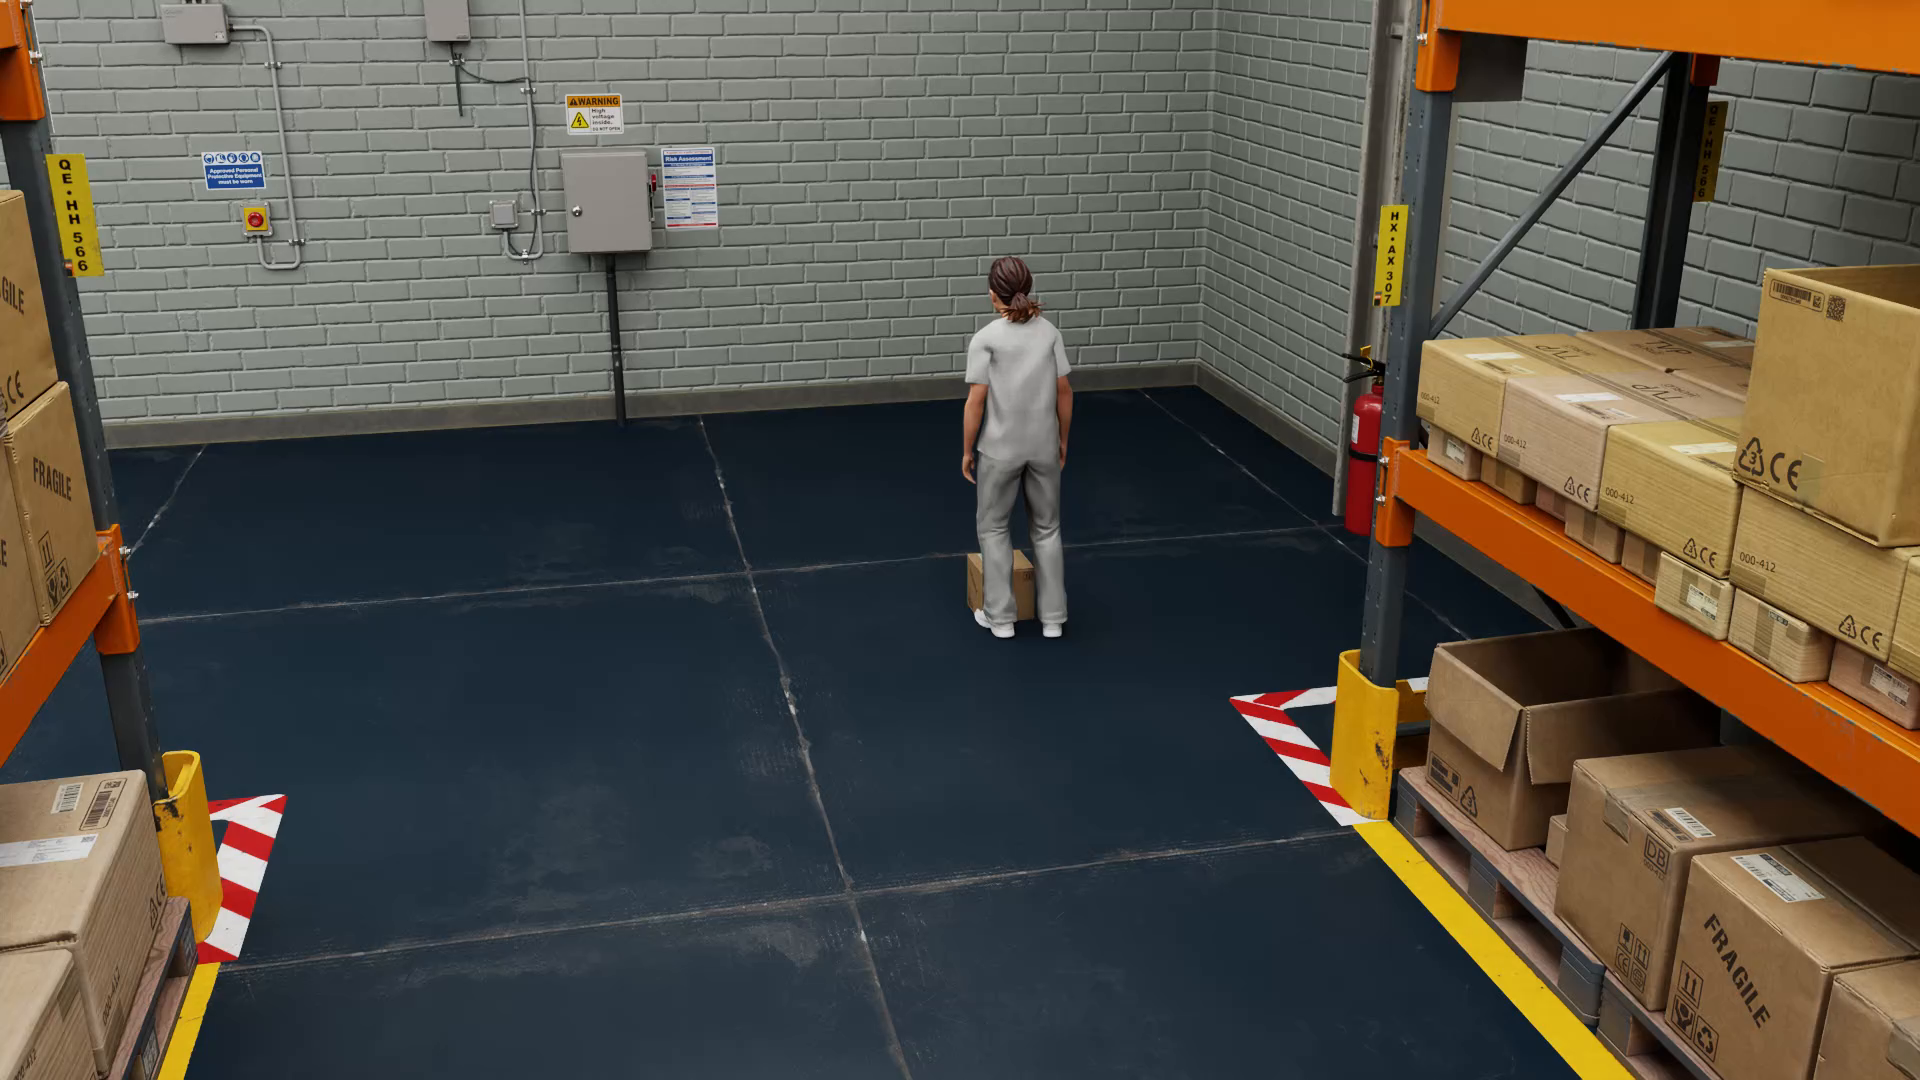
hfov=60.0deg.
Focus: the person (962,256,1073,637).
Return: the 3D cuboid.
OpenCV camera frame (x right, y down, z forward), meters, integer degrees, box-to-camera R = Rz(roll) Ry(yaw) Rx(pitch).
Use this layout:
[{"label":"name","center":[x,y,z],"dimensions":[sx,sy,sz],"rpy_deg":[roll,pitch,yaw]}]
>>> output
[{"label":"person","center":[0.241,-0.385,7.150],"dimensions":[0.511,1.671,0.417],"rpy_deg":[-6,21,-16]}]
